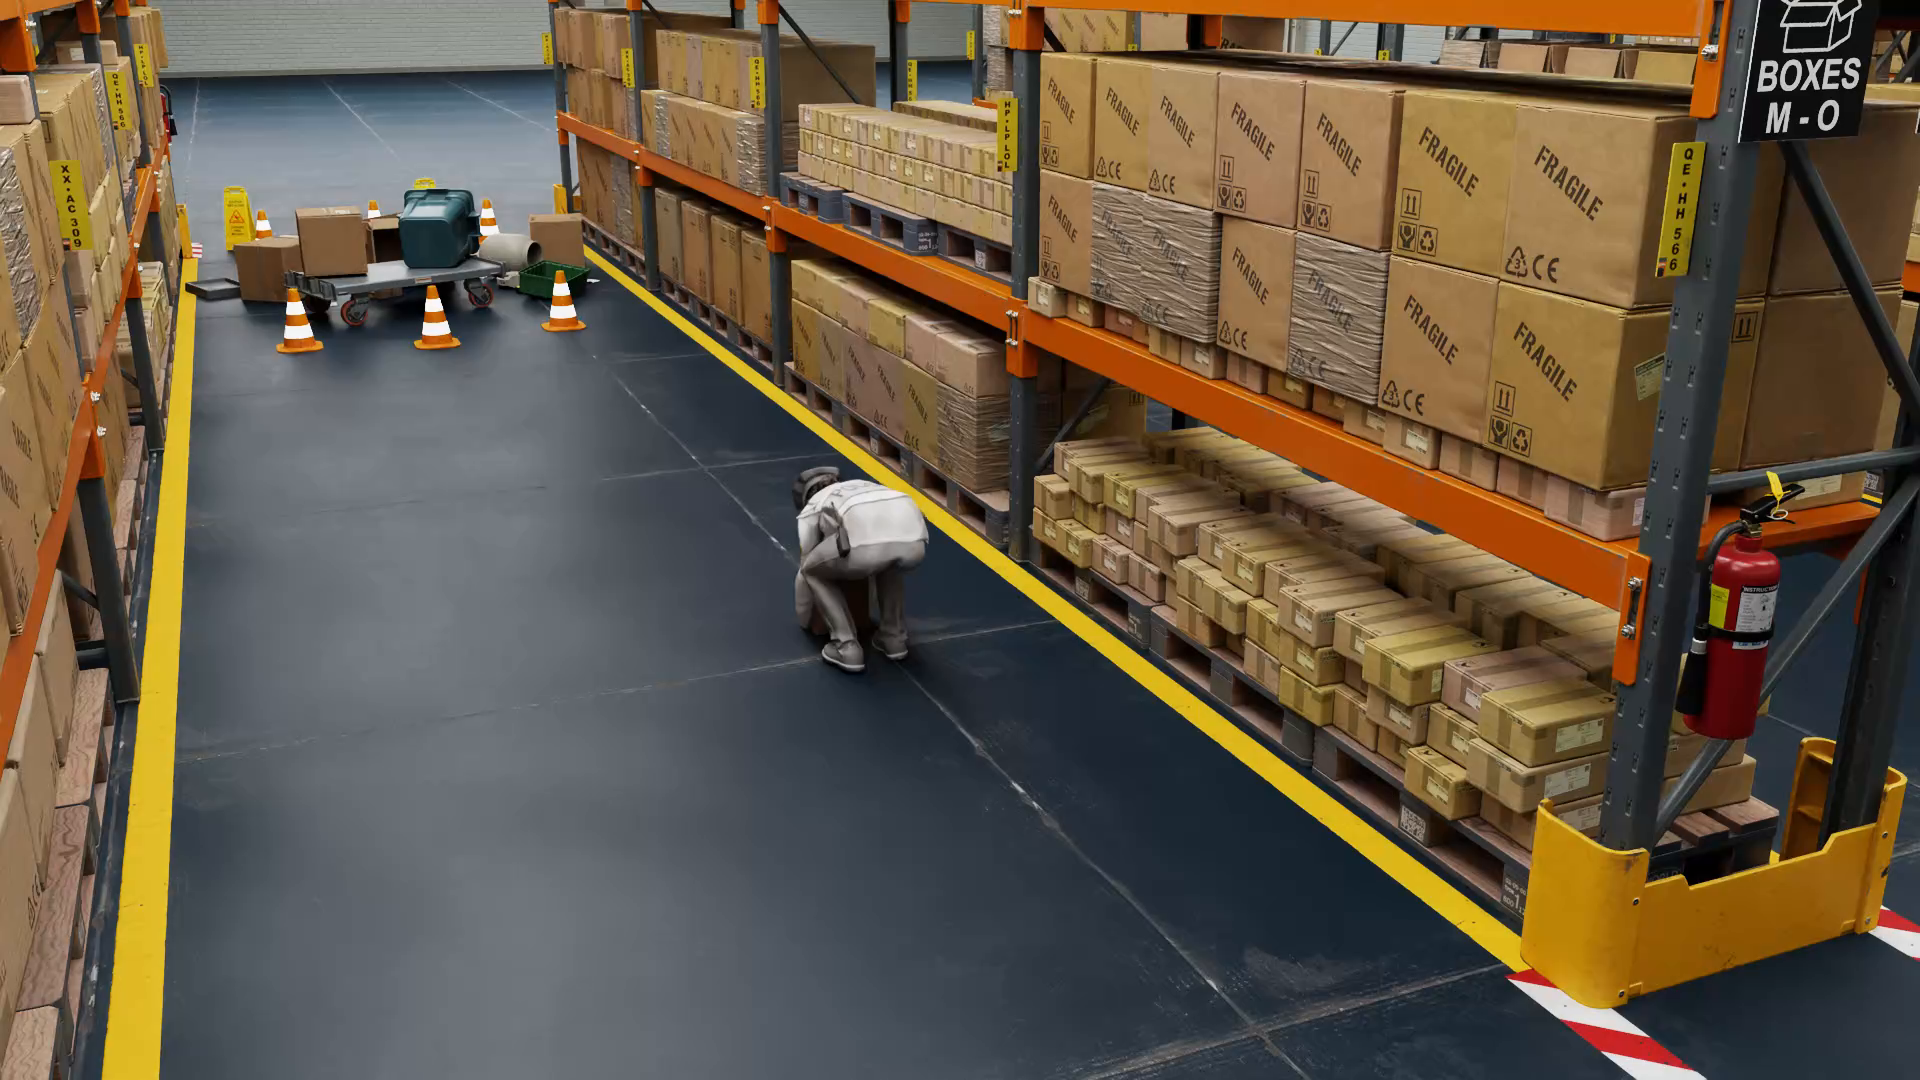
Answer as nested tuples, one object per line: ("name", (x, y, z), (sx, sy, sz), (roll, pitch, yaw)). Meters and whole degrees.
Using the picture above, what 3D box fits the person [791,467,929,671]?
("person", (-0.455, 0.111, 7.143), (0.456, 0.783, 0.910), (-9, 21, -24))
